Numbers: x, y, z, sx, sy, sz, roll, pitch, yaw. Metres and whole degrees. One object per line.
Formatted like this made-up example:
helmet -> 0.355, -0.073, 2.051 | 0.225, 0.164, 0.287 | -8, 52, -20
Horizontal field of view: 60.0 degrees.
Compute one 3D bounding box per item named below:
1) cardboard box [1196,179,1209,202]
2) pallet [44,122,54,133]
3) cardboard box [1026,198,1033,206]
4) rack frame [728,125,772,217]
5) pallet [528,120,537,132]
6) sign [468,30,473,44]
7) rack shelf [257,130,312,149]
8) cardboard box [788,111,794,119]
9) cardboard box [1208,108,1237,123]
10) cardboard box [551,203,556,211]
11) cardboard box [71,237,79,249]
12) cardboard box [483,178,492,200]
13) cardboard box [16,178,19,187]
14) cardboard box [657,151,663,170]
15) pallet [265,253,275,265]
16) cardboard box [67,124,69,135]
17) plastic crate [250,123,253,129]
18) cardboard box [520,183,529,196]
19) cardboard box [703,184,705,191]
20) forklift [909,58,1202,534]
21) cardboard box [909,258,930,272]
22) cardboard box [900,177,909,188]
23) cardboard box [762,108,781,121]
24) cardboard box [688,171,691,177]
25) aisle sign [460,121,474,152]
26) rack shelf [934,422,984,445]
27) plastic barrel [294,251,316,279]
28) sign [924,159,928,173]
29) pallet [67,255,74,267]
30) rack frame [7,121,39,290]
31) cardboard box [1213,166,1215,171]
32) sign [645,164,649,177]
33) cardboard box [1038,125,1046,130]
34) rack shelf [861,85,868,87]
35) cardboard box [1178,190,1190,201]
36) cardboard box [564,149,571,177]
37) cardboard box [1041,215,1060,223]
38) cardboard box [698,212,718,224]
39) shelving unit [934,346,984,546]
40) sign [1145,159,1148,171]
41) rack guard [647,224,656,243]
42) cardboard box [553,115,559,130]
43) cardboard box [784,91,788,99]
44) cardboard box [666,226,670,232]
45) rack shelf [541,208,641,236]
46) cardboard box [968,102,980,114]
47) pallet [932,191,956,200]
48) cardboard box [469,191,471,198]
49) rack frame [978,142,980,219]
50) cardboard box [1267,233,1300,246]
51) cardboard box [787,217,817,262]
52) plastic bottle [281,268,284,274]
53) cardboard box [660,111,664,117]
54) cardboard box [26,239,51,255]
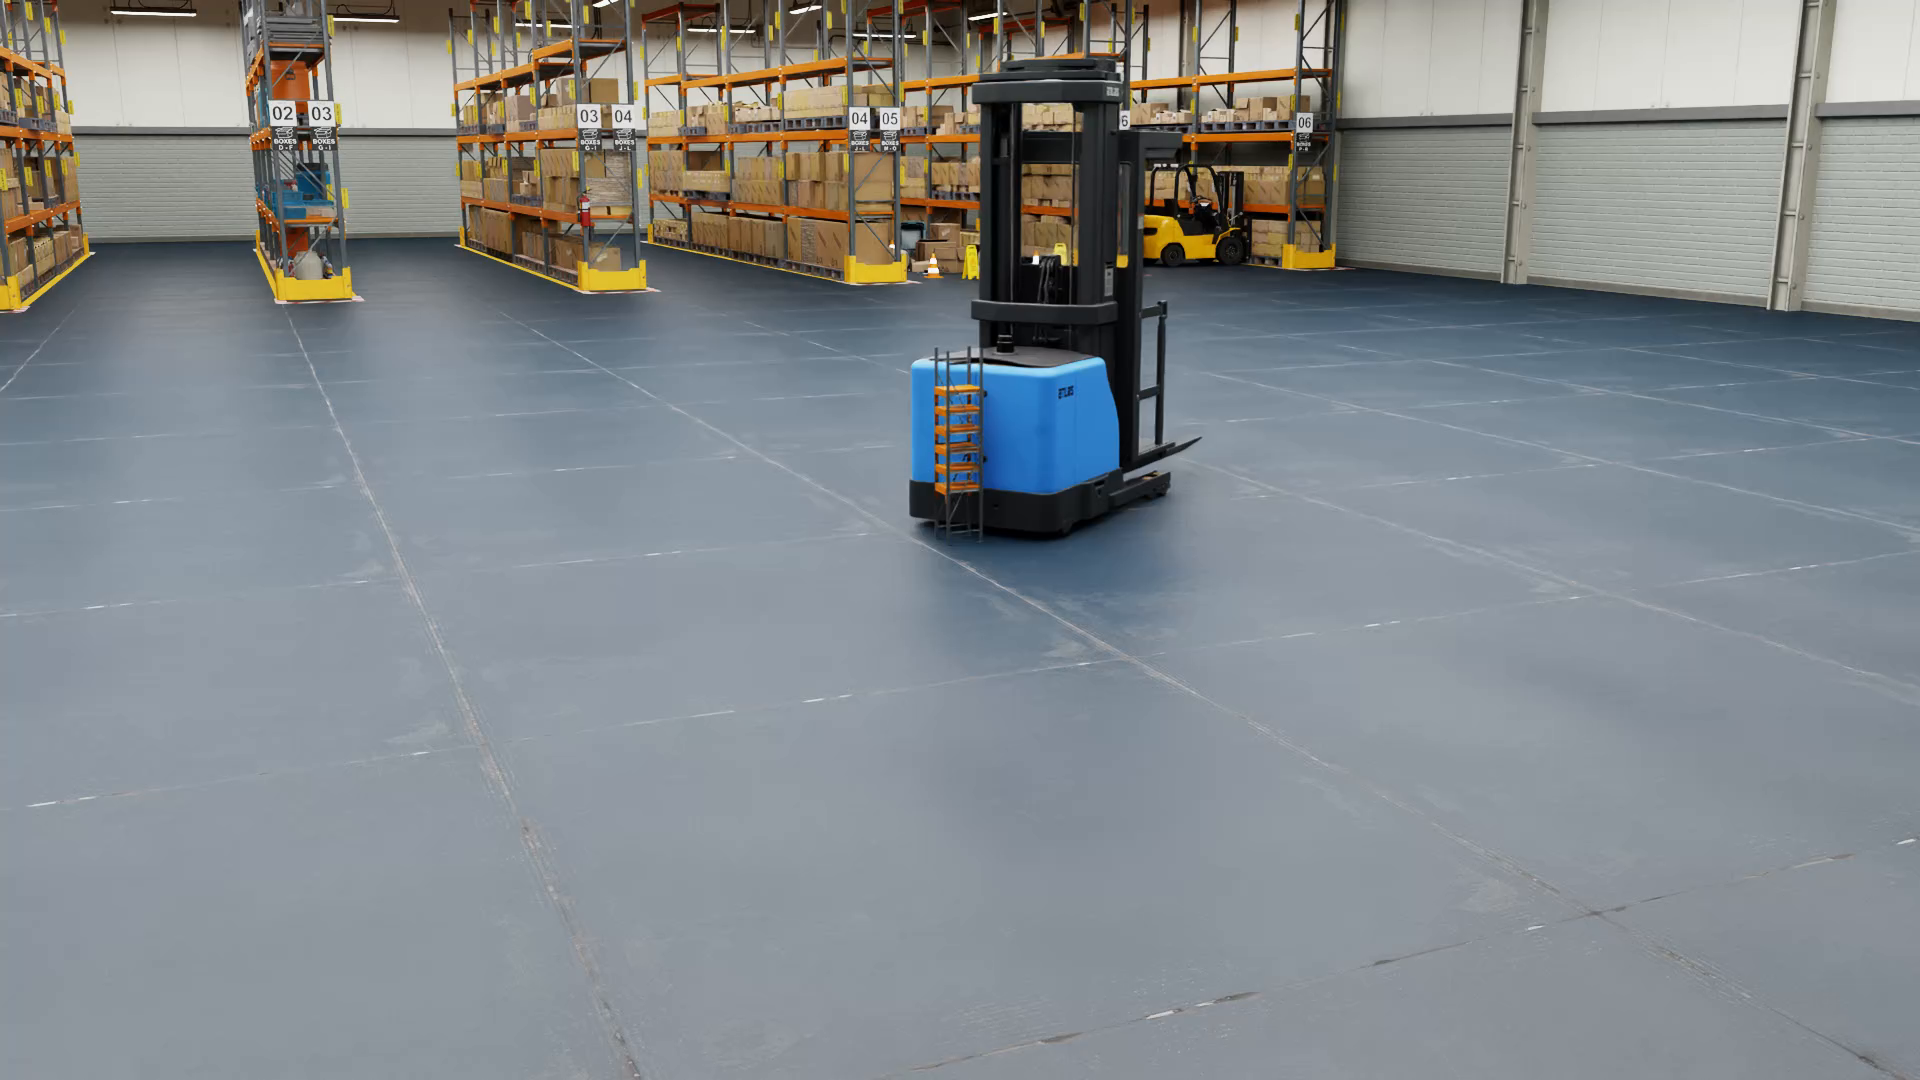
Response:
cardboard box -> 5.771, -8.047, 38.265 | 0.500, 0.500, 0.500 | -6, 14, -25
pallet -> -19.462, -8.543, 34.394 | 1.213, 0.211, 1.003 | -6, 14, -23
cardboard box -> 1.622, -7.183, 35.310 | 0.380, 0.149, 0.250 | -6, 14, -23
rack frame -> -4.811, -8.023, 38.382 | 1.000, 3.000, 0.127 | -6, 14, -23
pallet -> -7.944, -8.276, 33.242 | 1.213, 0.211, 1.003 | -6, 14, -23
sign -> -11.517, -11.832, 39.113 | 0.100, 0.325, 0.005 | -6, 14, -23
rack shelf -> -13.134, -7.846, 32.561 | 1.077, 0.370, 4.000 | -6, 14, -23
cardboard box -> -3.269, -8.630, 33.755 | 0.380, 0.149, 0.250 | -6, 14, -23
cardboard box -> 5.942, -9.591, 37.550 | 0.500, 0.311, 0.500 | -5, 14, -22
cardboard box -> -7.599, -6.367, 31.786 | 0.380, 0.149, 0.250 | -6, 14, -23
cardboard box -> -20.883, -6.940, 38.827 | 0.500, 0.250, 0.500 | -6, 14, -23
cardboard box -> -11.044, -8.353, 39.588 | 0.500, 0.500, 0.500 | -6, 14, -23
cardboard box -> -16.567, -6.203, 28.860 | 0.380, 0.149, 0.250 | -6, 14, -23
cardboard box -> -7.684, -10.027, 43.941 | 0.500, 0.500, 0.500 | -6, 14, -24
pallet -> -14.774, -6.201, 36.693 | 1.003, 0.211, 1.213 | -6, 14, -23
cardboard box -> -21.042, -9.556, 38.688 | 0.500, 0.250, 0.500 | -6, 14, -23
plastic crate -> -16.534, -9.719, 39.321 | 0.437, 0.282, 0.530 | -6, 14, -23
cardboard box -> -8.936, -7.360, 34.920 | 0.500, 0.250, 0.500 | -6, 14, -25
cardboard box -> -5.939, -8.431, 39.771 | 0.380, 0.149, 0.250 | -5, 14, -21
forklift -> 0.834, -1.750, 11.432 | 1.130, 2.935, 3.031 | 7, 15, 28
cardboard box -> -0.833, -5.676, 34.304 | 0.396, 0.266, 0.258 | -3, 13, -13
cardboard box -> -1.176, -8.948, 41.603 | 0.500, 0.250, 0.500 | -6, 14, -24
cardboard box -> -3.905, -9.073, 35.448 | 0.500, 0.250, 0.500 | -6, 14, -23
cardboard box -> -6.460, -8.988, 40.859 | 0.380, 0.149, 0.250 | -5, 14, -22
aisle sign -> -12.905, -10.503, 43.332 | 0.394, 0.787, 0.004 | -6, 14, -23
rack shelf -> -0.007, -0.650, 10.183 | 0.258, 0.103, 0.180 | -6, 14, -23
plastic barrel -> -11.265, -4.721, 28.701 | 0.421, 0.512, 0.421 | 0, 13, 0
sign -> -0.824, -9.004, 40.054 | 0.100, 0.325, 0.005 | -6, 14, -23
pallet -> -19.717, -6.005, 35.848 | 1.003, 0.211, 1.213 | -6, 14, -23
rack frame -> -16.873, -5.875, 29.103 | 1.000, 3.000, 0.127 | -6, 14, -23
cardboard box -> 5.986, -8.433, 37.833 | 0.380, 0.149, 0.250 | -6, 14, -24
sign -> -8.513, -10.048, 45.214 | 0.100, 0.325, 0.005 | -6, 14, -23
cardboard box -> 1.833, -8.539, 34.516 | 0.380, 0.149, 0.250 | -6, 14, -24
rack shelf -> -2.720, -12.108, 45.210 | 1.077, 0.370, 4.000 | -6, 14, -23
cardboard box -> 5.391, -8.121, 39.139 | 0.500, 0.250, 0.500 | -5, 14, -22
cardboard box -> -6.844, -6.818, 30.077 | 0.500, 0.500, 0.500 | -6, 14, -23
cardboard box -> 1.918, -6.703, 34.744 | 0.380, 0.149, 0.250 | -5, 14, -21
cardboard box -> -6.144, -7.915, 40.866 | 0.500, 0.250, 0.500 | -5, 14, -21
shelving unit -> -0.007, -0.577, 10.200 | 0.258, 1.200, 0.189 | -6, 14, -23
sign -> 4.737, -9.555, 42.434 | 0.100, 0.325, 0.005 | -6, 14, -23
rack guard -> -7.986, -8.442, 45.738 | 1.175, 0.500, 0.348 | -6, 14, -23
cardboard box -> -7.224, -7.721, 30.758 | 0.500, 0.250, 0.500 | -6, 14, -24
cardboard box -> -3.375, -9.071, 33.896 | 0.380, 0.149, 0.250 | -5, 14, -22
cardboard box -> -7.608, -8.292, 44.275 | 0.380, 0.149, 0.250 | -6, 14, -26
rack shelf -> -6.993, -6.006, 31.262 | 1.077, 0.370, 4.000 | -6, 14, -23
cardboard box -> 0.508, -9.818, 37.778 | 0.500, 0.250, 0.500 | -5, 14, -22
pallet -> 0.067, -8.260, 39.831 | 1.213, 0.211, 1.003 | -6, 14, -23
cardboard box -> -12.144, -8.705, 41.888 | 0.380, 0.149, 0.250 | -6, 14, -24
rack frame -> 1.025, -10.593, 49.486 | 1.000, 3.000, 0.127 | -6, 14, -23
cardboard box -> 6.953, -6.468, 35.722 | 0.500, 0.250, 0.500 | -6, 14, -24
cardboard box -> -3.021, -6.230, 34.415 | 0.875, 0.875, 0.875 | -5, 14, -22
plastic bottle -> -11.868, -4.687, 29.197 | 0.097, 0.201, 0.097 | 0, 13, 0
cardboard box -> -7.652, -11.140, 43.539 | 0.380, 0.149, 0.250 | -5, 14, -21
cardboard box -> -17.825, -5.647, 32.041 | 0.500, 0.311, 0.500 | -6, 14, -24
